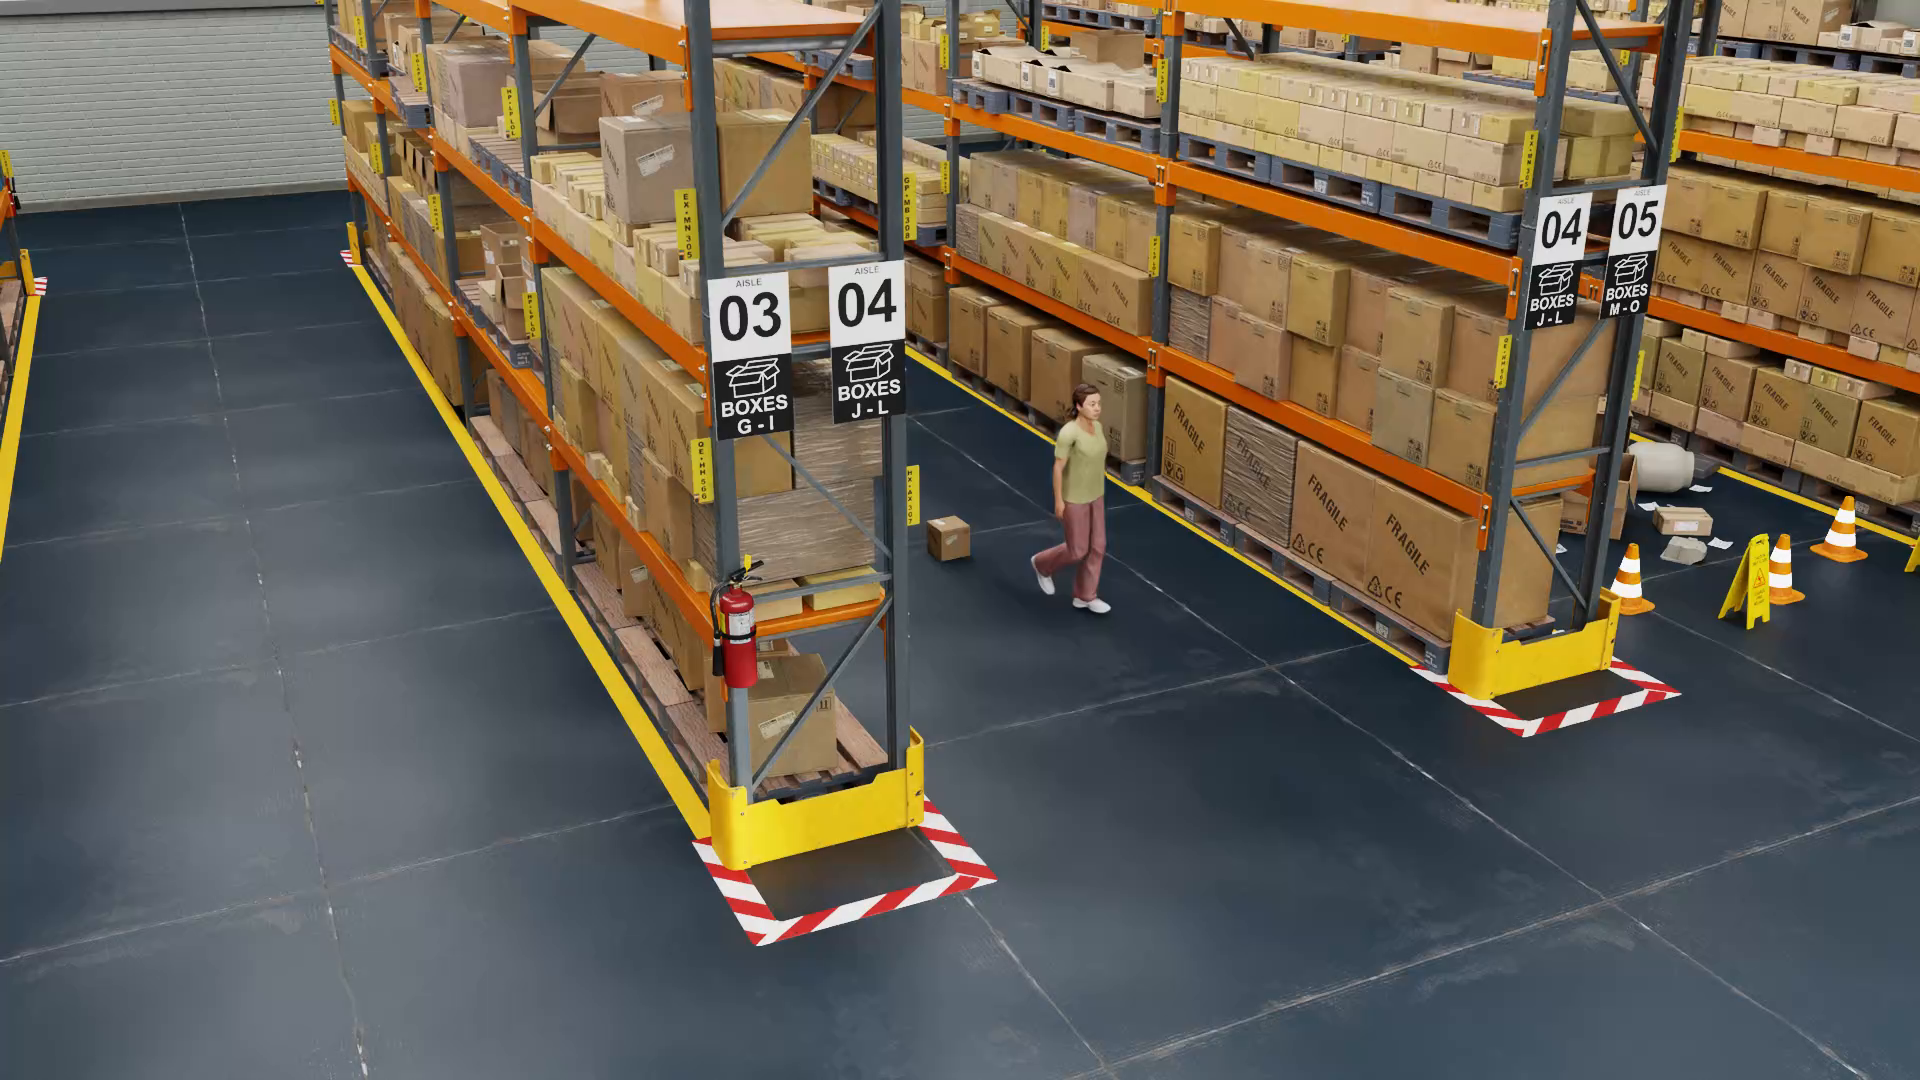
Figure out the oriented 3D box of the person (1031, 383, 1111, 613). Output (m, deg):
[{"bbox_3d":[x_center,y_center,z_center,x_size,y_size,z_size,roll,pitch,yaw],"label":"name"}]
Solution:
[{"bbox_3d":[0.804,-0.309,11.707,0.632,1.657,0.455,20,30,40],"label":"person"}]
